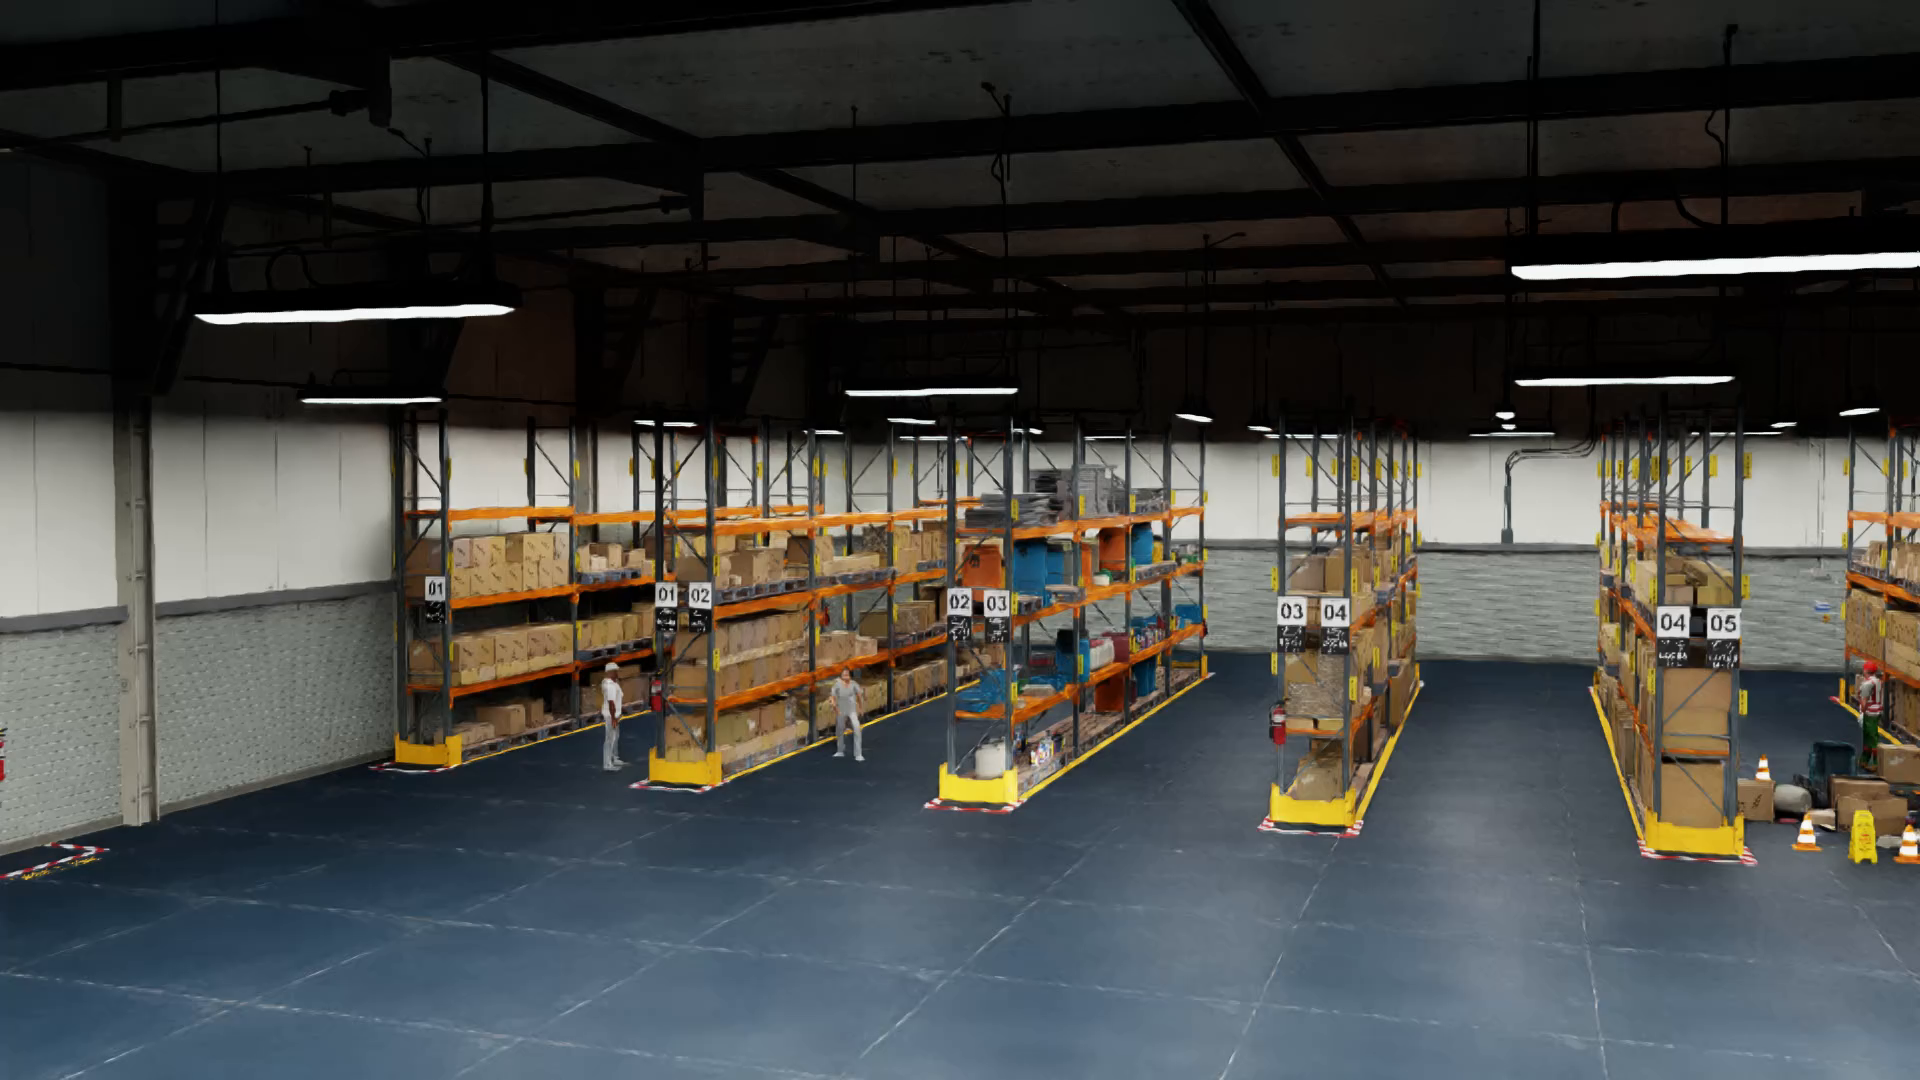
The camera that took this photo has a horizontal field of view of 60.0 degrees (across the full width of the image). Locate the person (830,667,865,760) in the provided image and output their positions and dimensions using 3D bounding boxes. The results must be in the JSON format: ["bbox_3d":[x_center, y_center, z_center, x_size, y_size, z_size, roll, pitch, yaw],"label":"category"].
[{"bbox_3d":[-1.925,2.974,28.552,0.609,1.591,0.790,0,2,-1],"label":"person"}]

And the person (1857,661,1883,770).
[{"bbox_3d":[15.129,2.904,27.730,0.588,1.784,0.666,2,3,42],"label":"person"}]

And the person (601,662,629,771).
[{"bbox_3d":[-5.741,2.918,27.671,0.447,1.762,0.632,-1,3,-13],"label":"person"}]
